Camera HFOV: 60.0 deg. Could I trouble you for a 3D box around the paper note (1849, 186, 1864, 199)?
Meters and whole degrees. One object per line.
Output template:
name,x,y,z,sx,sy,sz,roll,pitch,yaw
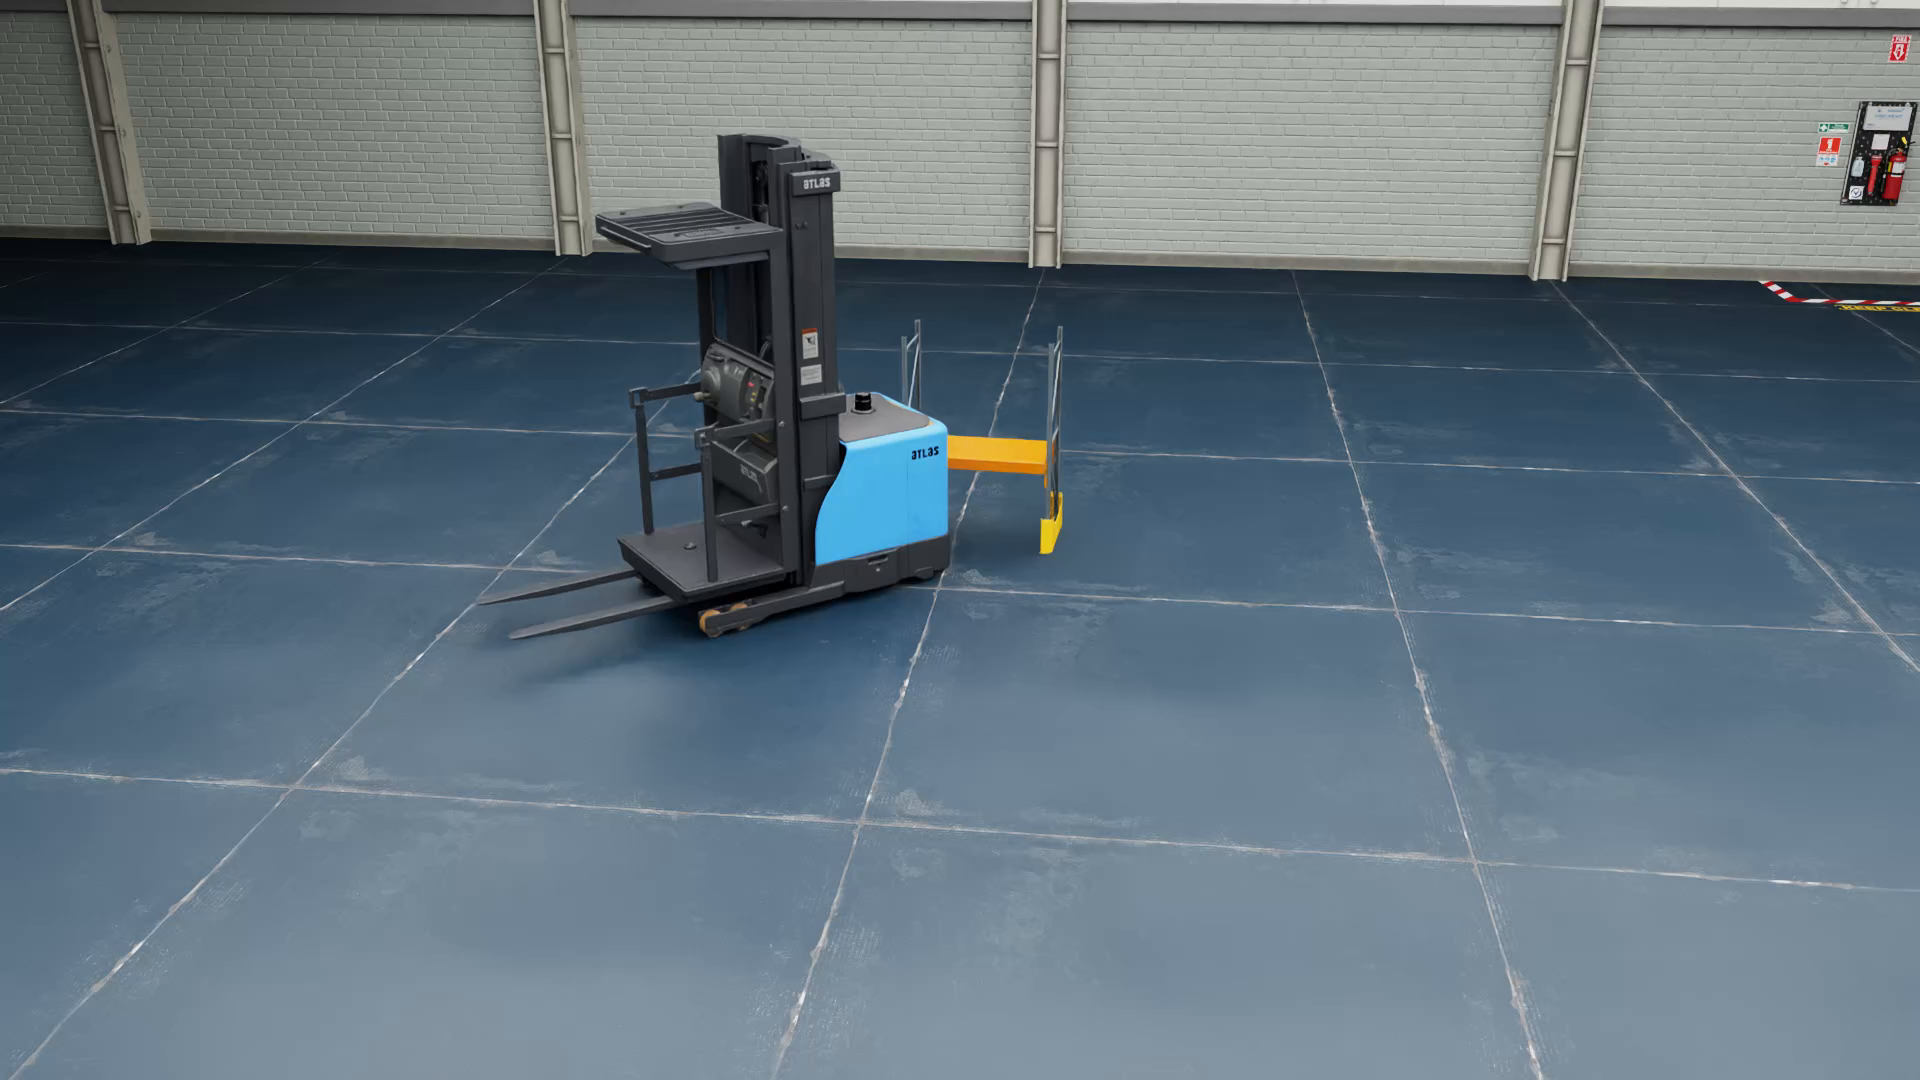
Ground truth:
paper note,10.352,-4.011,19.204,0.142,0.148,0.016,2,22,6

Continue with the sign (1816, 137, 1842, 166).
sign,9.983,-4.466,19.108,0.234,0.329,0.001,2,22,6

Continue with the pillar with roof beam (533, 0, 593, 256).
pillar with roof beam,-5.412,-6.264,15.545,0.400,9.000,9.100,2,22,6

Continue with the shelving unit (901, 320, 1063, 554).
shelving unit,0.168,-0.743,11.780,1.083,1.500,0.587,4,22,10

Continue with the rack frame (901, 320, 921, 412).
rack frame,-0.341,-0.778,11.868,0.032,1.500,0.500,4,22,10

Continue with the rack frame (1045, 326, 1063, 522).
rack frame,0.659,-0.710,11.695,0.032,1.500,0.500,4,22,10

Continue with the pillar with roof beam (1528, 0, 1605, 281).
pillar with roof beam,6.504,-5.745,14.231,0.400,9.000,9.100,2,22,6

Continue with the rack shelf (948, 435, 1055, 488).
rack shelf,0.159,-0.577,11.848,1.000,0.185,0.538,4,22,10

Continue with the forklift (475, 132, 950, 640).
forklift,-1.581,-0.977,10.425,3.031,2.935,1.130,-14,25,-31

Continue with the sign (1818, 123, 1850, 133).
sign,9.986,-4.709,19.002,0.331,0.109,0.001,2,22,6

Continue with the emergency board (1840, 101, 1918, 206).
emergency board,10.520,-4.388,18.959,0.643,1.169,0.194,2,22,6

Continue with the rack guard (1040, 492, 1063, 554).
rack guard,0.658,-0.128,11.925,0.087,0.250,0.587,4,22,10

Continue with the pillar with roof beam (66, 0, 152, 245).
pillar with roof beam,-11.370,-6.524,16.201,0.400,9.000,9.100,2,22,6

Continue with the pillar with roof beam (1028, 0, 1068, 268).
pillar with roof beam,0.546,-6.004,14.888,0.400,9.000,9.100,2,22,6

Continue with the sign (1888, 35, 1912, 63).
sign,10.524,-5.503,18.626,0.199,0.298,0.001,2,22,6
